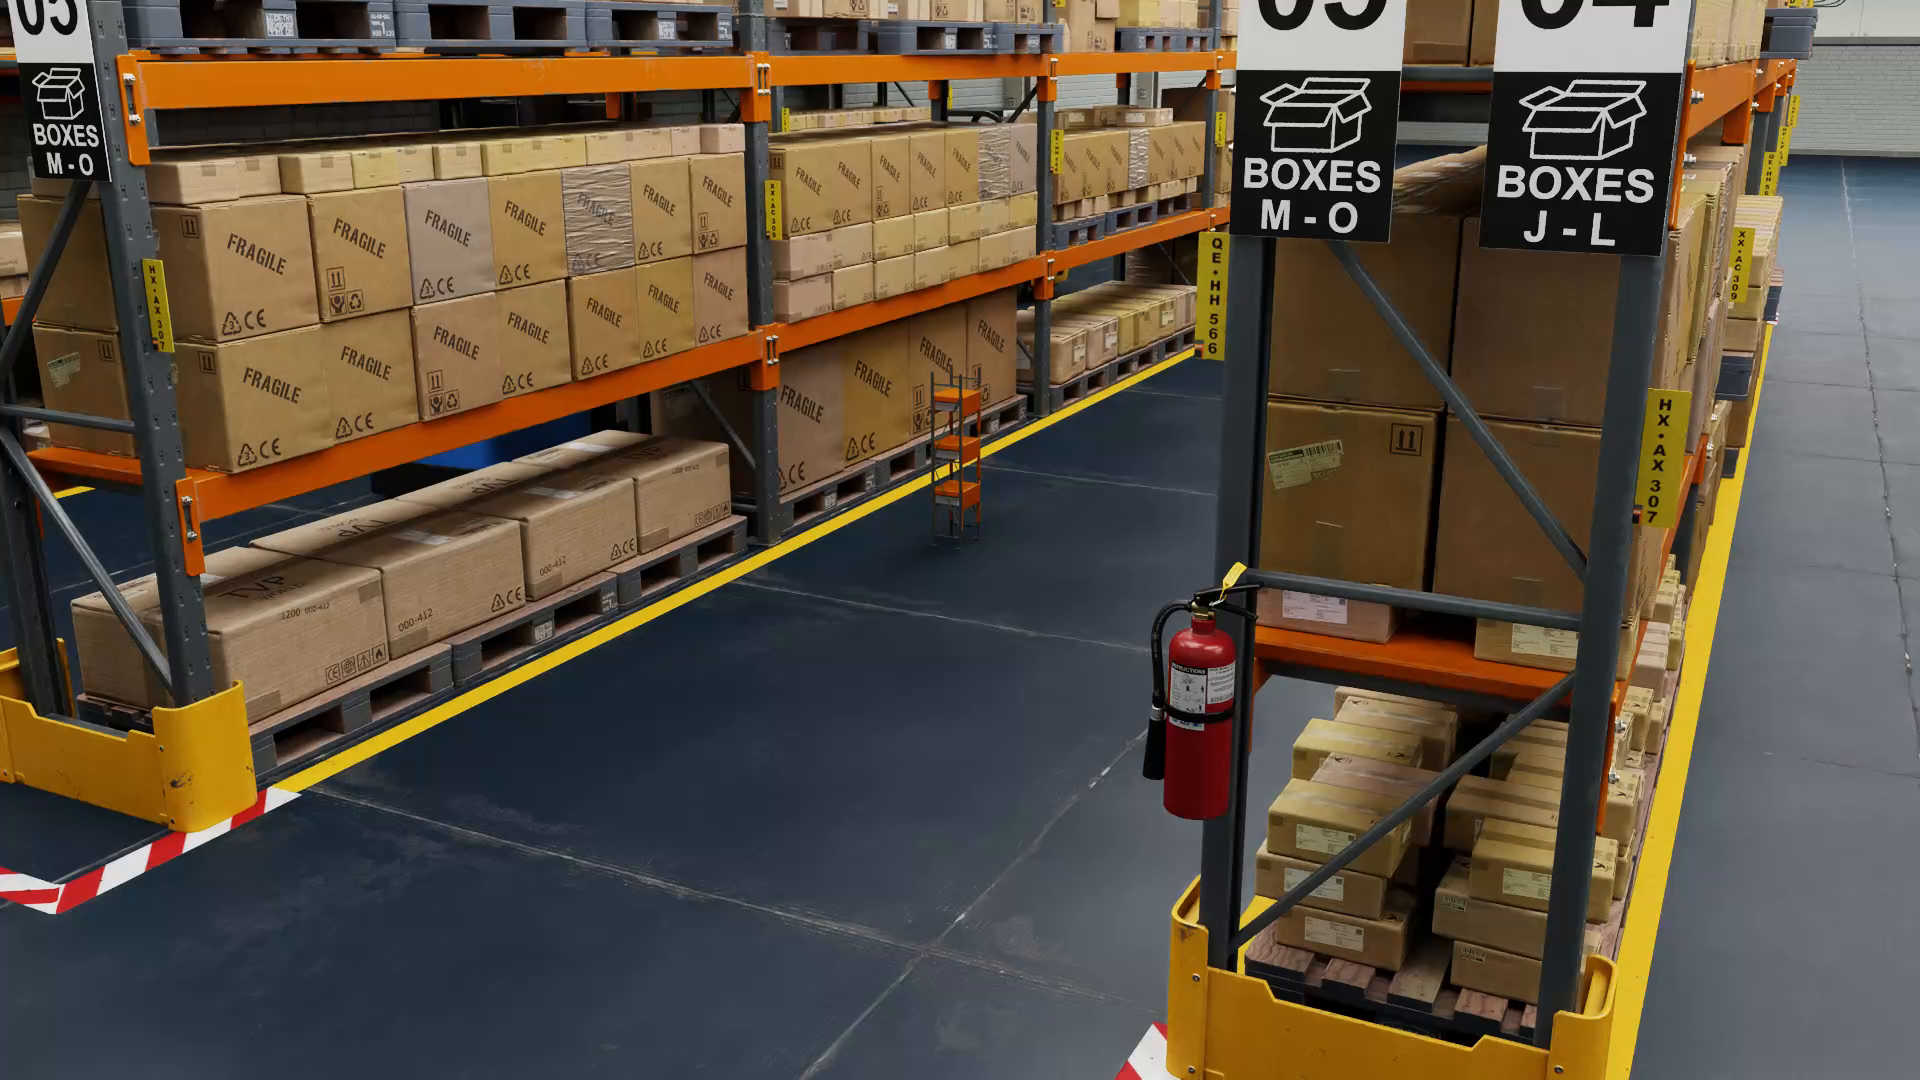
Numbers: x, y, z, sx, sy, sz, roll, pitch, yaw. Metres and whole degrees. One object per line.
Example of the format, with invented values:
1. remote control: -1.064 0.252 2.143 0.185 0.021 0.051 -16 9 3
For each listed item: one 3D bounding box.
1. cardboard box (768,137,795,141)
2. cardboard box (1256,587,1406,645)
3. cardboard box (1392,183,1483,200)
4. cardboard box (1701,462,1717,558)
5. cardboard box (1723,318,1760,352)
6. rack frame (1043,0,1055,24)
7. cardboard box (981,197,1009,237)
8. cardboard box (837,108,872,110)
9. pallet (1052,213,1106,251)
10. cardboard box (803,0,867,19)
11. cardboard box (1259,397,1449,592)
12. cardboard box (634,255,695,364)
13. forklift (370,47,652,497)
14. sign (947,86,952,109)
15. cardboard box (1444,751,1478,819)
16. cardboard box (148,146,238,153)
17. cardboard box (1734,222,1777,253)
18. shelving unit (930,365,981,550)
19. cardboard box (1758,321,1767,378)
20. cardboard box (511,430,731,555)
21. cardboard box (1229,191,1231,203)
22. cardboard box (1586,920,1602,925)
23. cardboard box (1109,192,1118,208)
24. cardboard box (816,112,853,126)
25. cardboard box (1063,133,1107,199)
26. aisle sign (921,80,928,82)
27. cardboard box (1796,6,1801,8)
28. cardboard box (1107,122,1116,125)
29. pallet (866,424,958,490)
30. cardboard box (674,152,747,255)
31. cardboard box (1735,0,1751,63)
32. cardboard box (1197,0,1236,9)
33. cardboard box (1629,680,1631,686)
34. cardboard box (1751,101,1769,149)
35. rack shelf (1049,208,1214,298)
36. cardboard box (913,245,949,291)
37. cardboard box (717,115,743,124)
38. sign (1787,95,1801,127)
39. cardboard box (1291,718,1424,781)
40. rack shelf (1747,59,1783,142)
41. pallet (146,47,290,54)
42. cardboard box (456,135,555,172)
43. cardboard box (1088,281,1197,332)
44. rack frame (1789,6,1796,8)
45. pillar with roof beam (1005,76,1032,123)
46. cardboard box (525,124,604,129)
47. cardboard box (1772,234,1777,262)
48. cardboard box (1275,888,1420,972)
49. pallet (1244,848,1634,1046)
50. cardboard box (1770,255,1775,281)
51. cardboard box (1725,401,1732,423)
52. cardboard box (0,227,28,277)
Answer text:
1. cardboard box: -1.343 -2.271 10.471 0.500 0.500 0.500 9 19 26
2. cardboard box: 1.036 0.159 4.662 0.380 0.149 0.250 8 18 25
3. cardboard box: 1.352 -0.790 4.960 0.500 0.500 0.500 7 18 24
4. cardboard box: 3.733 -0.154 8.926 0.500 0.500 0.500 9 19 28
5. cardboard box: 3.518 -0.984 7.773 0.380 0.149 0.250 7 18 23
6. rack frame: 0.245 -5.360 12.266 1.000 3.000 0.127 8 18 25
7. cardboard box: 0.030 -2.365 12.105 0.500 0.250 0.500 8 18 24
8. cardboard box: -1.341 -5.403 21.110 0.380 0.149 0.250 8 18 26
9. pallet: 0.468 -2.587 13.804 1.213 0.211 1.003 8 18 25
10. cardboard box: -0.890 -3.340 9.820 0.500 0.500 0.500 8 18 24
11. cardboard box: 1.114 -0.180 4.665 0.500 0.500 0.500 9 19 26
12. cardboard box: -1.746 -1.231 8.724 0.500 0.500 0.500 8 18 24
13. forklift: -2.785 -1.978 11.537 1.130 2.935 3.031 7 18 22
14. sign: -0.144 -5.748 21.661 0.100 0.325 0.005 8 18 25
15. cardboard box: 1.567 0.822 5.737 0.380 0.149 0.250 8 18 25
16. cardboard box: -3.217 -1.546 6.889 0.380 0.149 0.250 8 18 25
17. cardboard box: 4.095 -1.599 8.797 0.380 0.149 0.250 9 19 27
18. shelving unit: -0.024 -0.490 9.829 0.215 1.050 0.252 8 18 25
19. cardboard box: 6.309 -1.852 14.206 1.050 0.750 0.750 8 18 25
20. cardboard box: -1.919 -0.292 9.502 0.875 0.438 0.875 8 18 25
21. cardboard box: 2.618 -3.565 17.199 0.380 0.149 0.250 8 18 25
22. cardboard box: 1.780 1.017 5.079 0.380 0.149 0.250 8 18 25
23. cardboard box: 1.147 -2.971 14.464 0.380 0.149 0.250 9 19 28
24. cardboard box: -1.498 -5.017 19.809 0.380 0.149 0.250 8 18 25
25. cardboard box: 0.879 -3.095 13.740 0.500 0.500 0.500 9 19 28
26. aisle sign: -0.331 -6.378 21.664 0.394 0.787 0.004 8 18 25
27. cardboard box: 6.972 -4.515 14.218 0.380 0.149 0.250 8 18 24
28. cardboard box: 1.343 -3.684 15.725 0.500 0.500 0.500 8 18 26
29. pallet: -0.721 -0.647 11.831 1.003 0.211 1.213 8 18 25
30. cardboard box: -1.507 -1.837 9.010 0.500 0.500 0.500 8 18 25
31. cardboard box: 2.493 -1.813 5.855 0.500 0.250 0.500 8 18 25
32. cardboard box: 2.465 -5.241 16.176 0.380 0.149 0.250 8 18 24
33. cardboard box: 2.279 0.534 6.184 0.380 0.149 0.250 8 18 26
34. cardboard box: 6.701 -3.578 14.643 0.875 0.550 0.550 8 18 25
35. rack shelf: 1.138 -2.649 14.937 1.077 0.370 4.000 8 18 25
36. cardboard box: -0.405 -1.859 11.277 0.500 0.250 0.500 8 18 24
37. cardboard box: -2.538 -4.755 18.927 0.380 0.149 0.250 8 18 26
38. sign: 8.772 -4.514 17.504 0.100 0.325 0.005 8 18 25
39. cardboard box: 1.319 0.732 5.517 0.380 0.149 0.250 8 18 24
40. rack shelf: 3.824 -2.464 9.046 1.077 0.370 4.000 8 18 25
41. pallet: -5.631 -3.601 11.941 1.213 0.211 1.003 8 18 25
42. cardboard box: -2.120 -1.802 7.754 0.380 0.149 0.250 8 18 25
43. cardboard box: 1.800 -2.311 16.414 0.950 0.372 0.625 8 18 26
44. rack frame: 6.505 -5.775 13.662 1.000 3.000 0.127 8 18 25
45. pillar with roof beam: 4.792 -8.946 24.340 9.100 9.000 0.400 8 18 25
46. cardboard box: -2.093 -2.118 8.817 0.380 0.149 0.250 8 18 25
47. cardboard box: 4.559 -1.721 9.730 0.380 0.149 0.250 8 18 25
48. cardboard box: 1.192 1.162 5.112 0.380 0.149 0.250 8 19 26
49. pallet: 1.572 1.273 5.369 1.003 0.211 1.213 8 18 25
50. cardboard box: 4.682 -1.648 10.009 0.380 0.149 0.250 8 19 26
51. cardboard box: 4.431 -0.905 10.139 0.500 0.250 0.500 8 18 26
52. cardboard box: -6.205 -1.876 10.814 0.500 0.250 0.500 8 18 26
